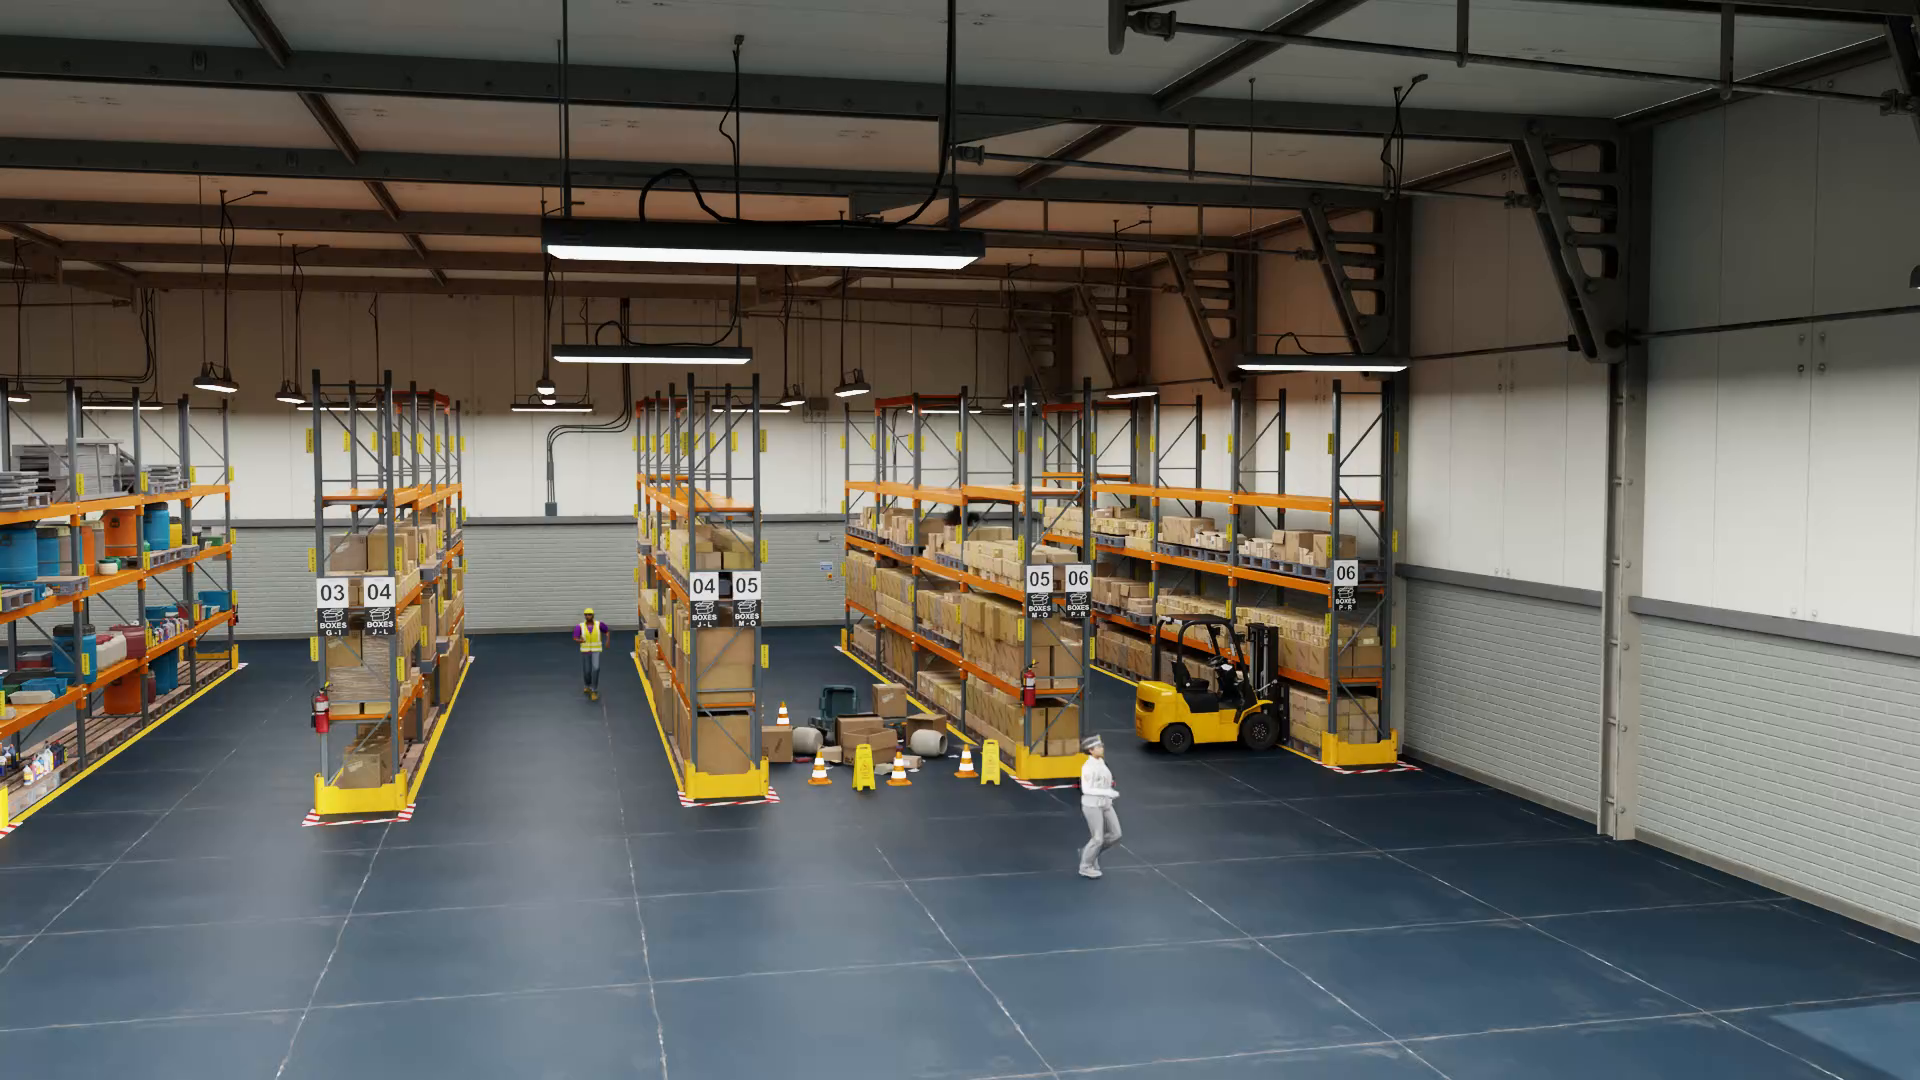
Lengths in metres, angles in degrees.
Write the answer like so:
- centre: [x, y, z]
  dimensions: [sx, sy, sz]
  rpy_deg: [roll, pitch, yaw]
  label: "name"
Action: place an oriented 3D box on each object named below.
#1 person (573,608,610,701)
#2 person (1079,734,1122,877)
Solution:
- centre: [-7.276, 2.240, 32.812]
  dimensions: [0.706, 1.797, 0.864]
  rpy_deg: [-1, 3, -9]
  label: "person"
- centre: [1.633, 3.057, 19.121]
  dimensions: [0.562, 1.651, 0.601]
  rpy_deg: [2, 4, 31]
  label: "person"
